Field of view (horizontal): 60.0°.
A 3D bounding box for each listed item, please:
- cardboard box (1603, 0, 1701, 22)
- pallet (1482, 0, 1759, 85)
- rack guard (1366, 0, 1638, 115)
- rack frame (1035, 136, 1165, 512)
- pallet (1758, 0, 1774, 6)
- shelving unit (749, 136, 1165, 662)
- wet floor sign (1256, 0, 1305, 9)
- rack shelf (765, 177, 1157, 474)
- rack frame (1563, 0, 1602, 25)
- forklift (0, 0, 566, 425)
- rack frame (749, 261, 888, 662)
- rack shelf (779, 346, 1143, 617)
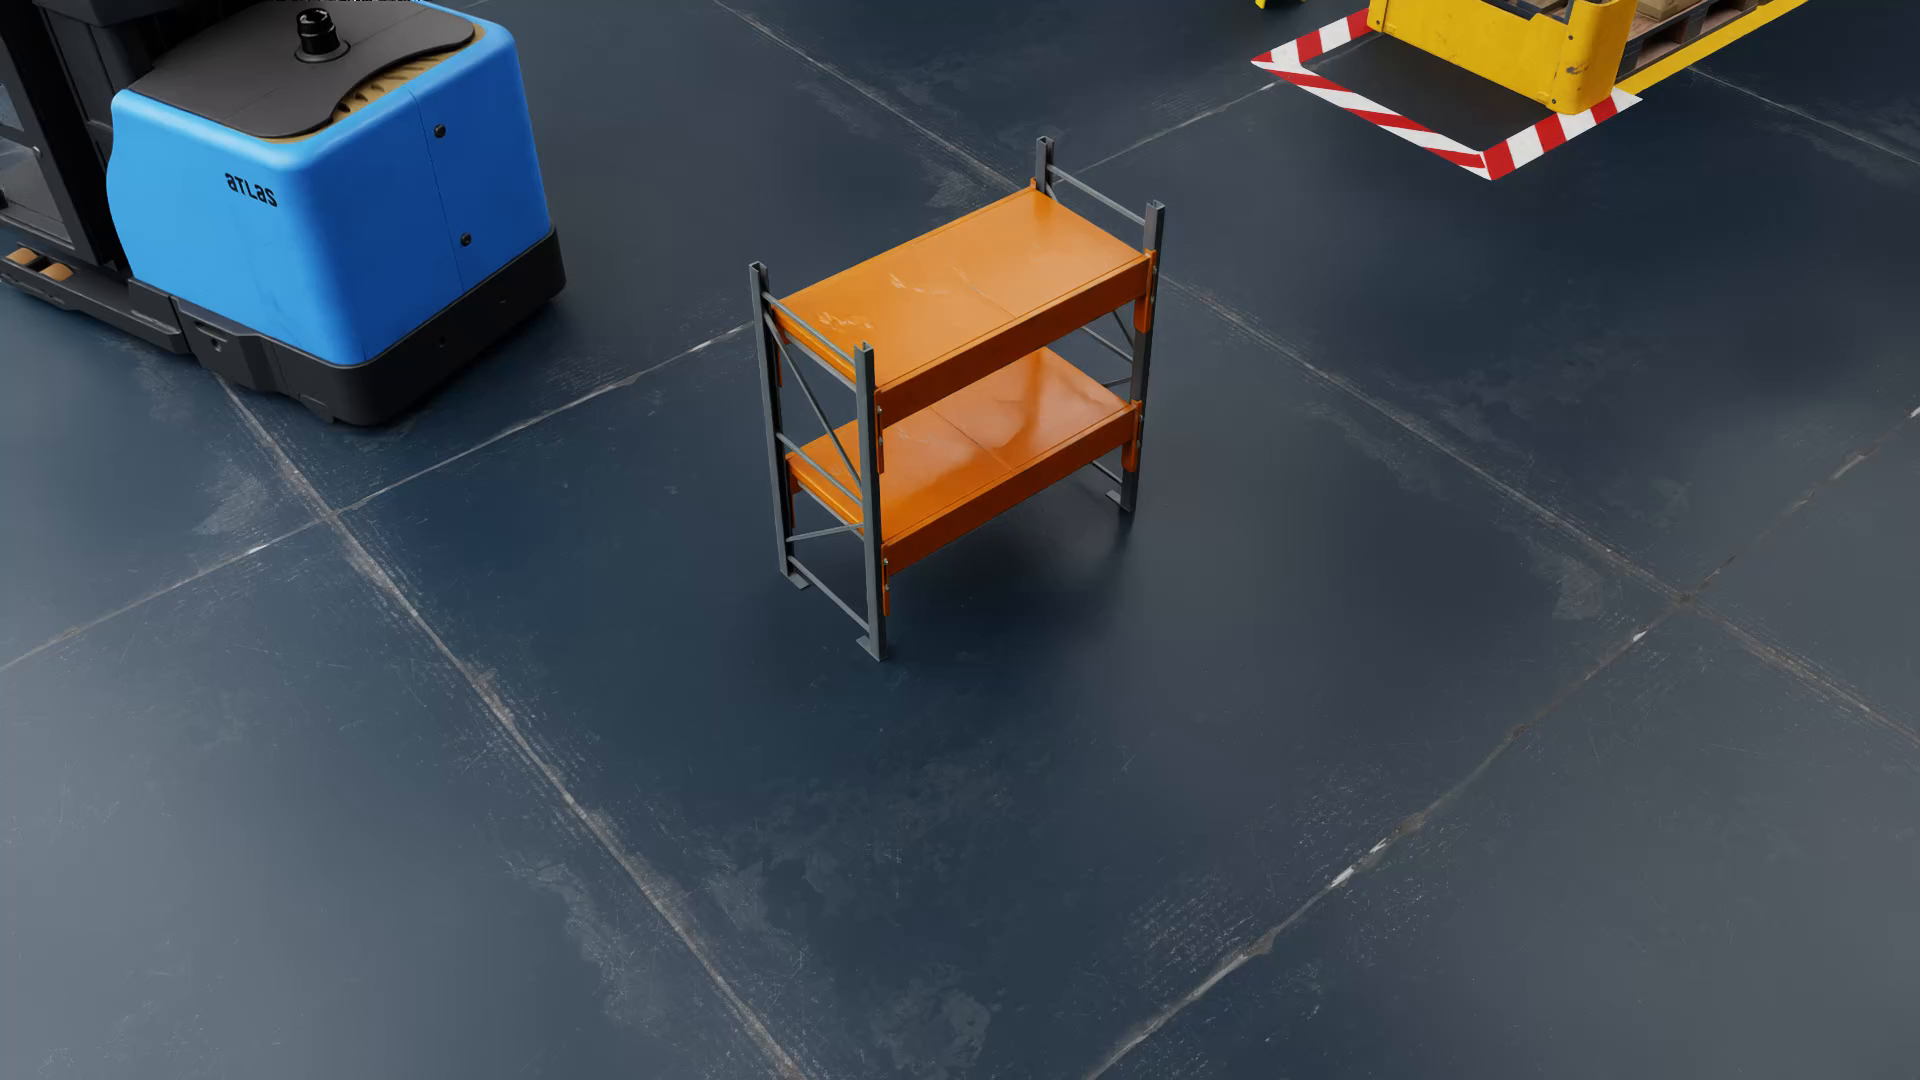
[{"bbox_3d":[3.135,-2.627,7.558,0.500,0.250,0.500,-30,51,-28],"label":"cardboard box"},{"bbox_3d":[3.043,-2.622,7.888,1.213,0.211,1.003,-30,51,-28],"label":"pallet"},{"bbox_3d":[2.397,-2.389,7.429,0.348,0.500,1.175,-30,51,-28],"label":"rack guard"},{"bbox_3d":[0.395,-0.636,5.106,0.032,1.125,0.500,-30,51,-28],"label":"rack frame"},{"bbox_3d":[3.978,-3.155,8.455,1.213,0.211,1.003,-30,51,-28],"label":"pallet"},{"bbox_3d":[0.005,-0.413,4.868,1.048,1.125,0.538,-30,51,-28],"label":"shelving unit"},{"bbox_3d":[1.507,-2.887,7.853,0.232,0.644,0.267,-14,45,-14],"label":"wet floor sign"},{"bbox_3d":[0.005,-0.626,4.668,1.000,0.278,0.538,-30,51,-28],"label":"rack shelf"},{"bbox_3d":[2.339,-3.267,6.537,0.127,3.000,1.000,-30,51,-28],"label":"rack frame"},{"bbox_3d":[-2.988,-2.210,5.462,3.031,2.935,1.130,22,48,22],"label":"forklift"},{"bbox_3d":[-0.385,-0.190,4.630,0.032,1.125,0.500,-30,51,-28],"label":"rack frame"},{"bbox_3d":[0.005,-0.235,5.035,1.000,0.278,0.538,-30,51,-28],"label":"rack shelf"}]
